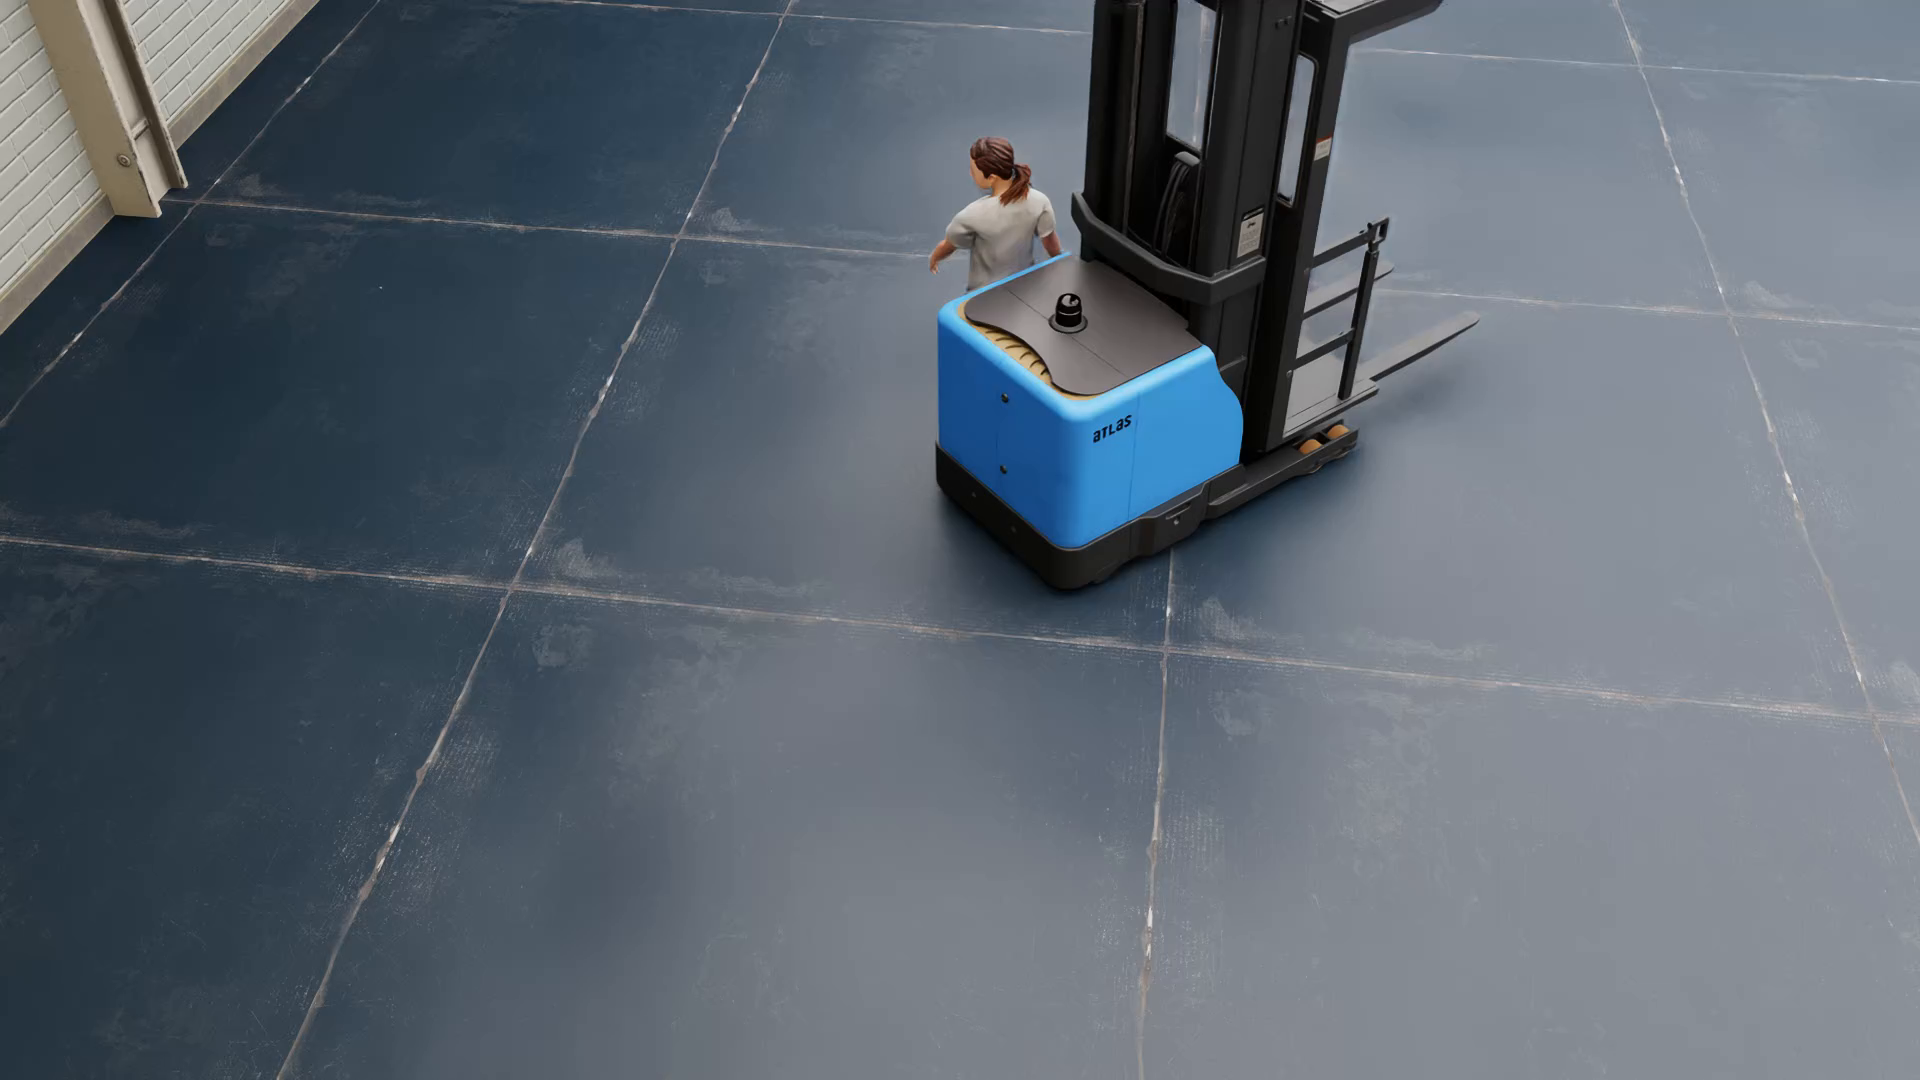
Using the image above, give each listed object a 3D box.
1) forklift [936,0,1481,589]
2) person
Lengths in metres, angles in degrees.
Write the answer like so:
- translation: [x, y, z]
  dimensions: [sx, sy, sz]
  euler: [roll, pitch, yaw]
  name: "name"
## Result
- translation: [1.367, -1.672, 7.544]
  dimensions: [3.031, 2.935, 1.130]
  euler: [-27, 49, -26]
  name: "forklift"
- translation: [0.205, -1.262, 8.080]
  dimensions: [0.626, 1.643, 0.784]
  euler: [-20, 46, -21]
  name: "person"
